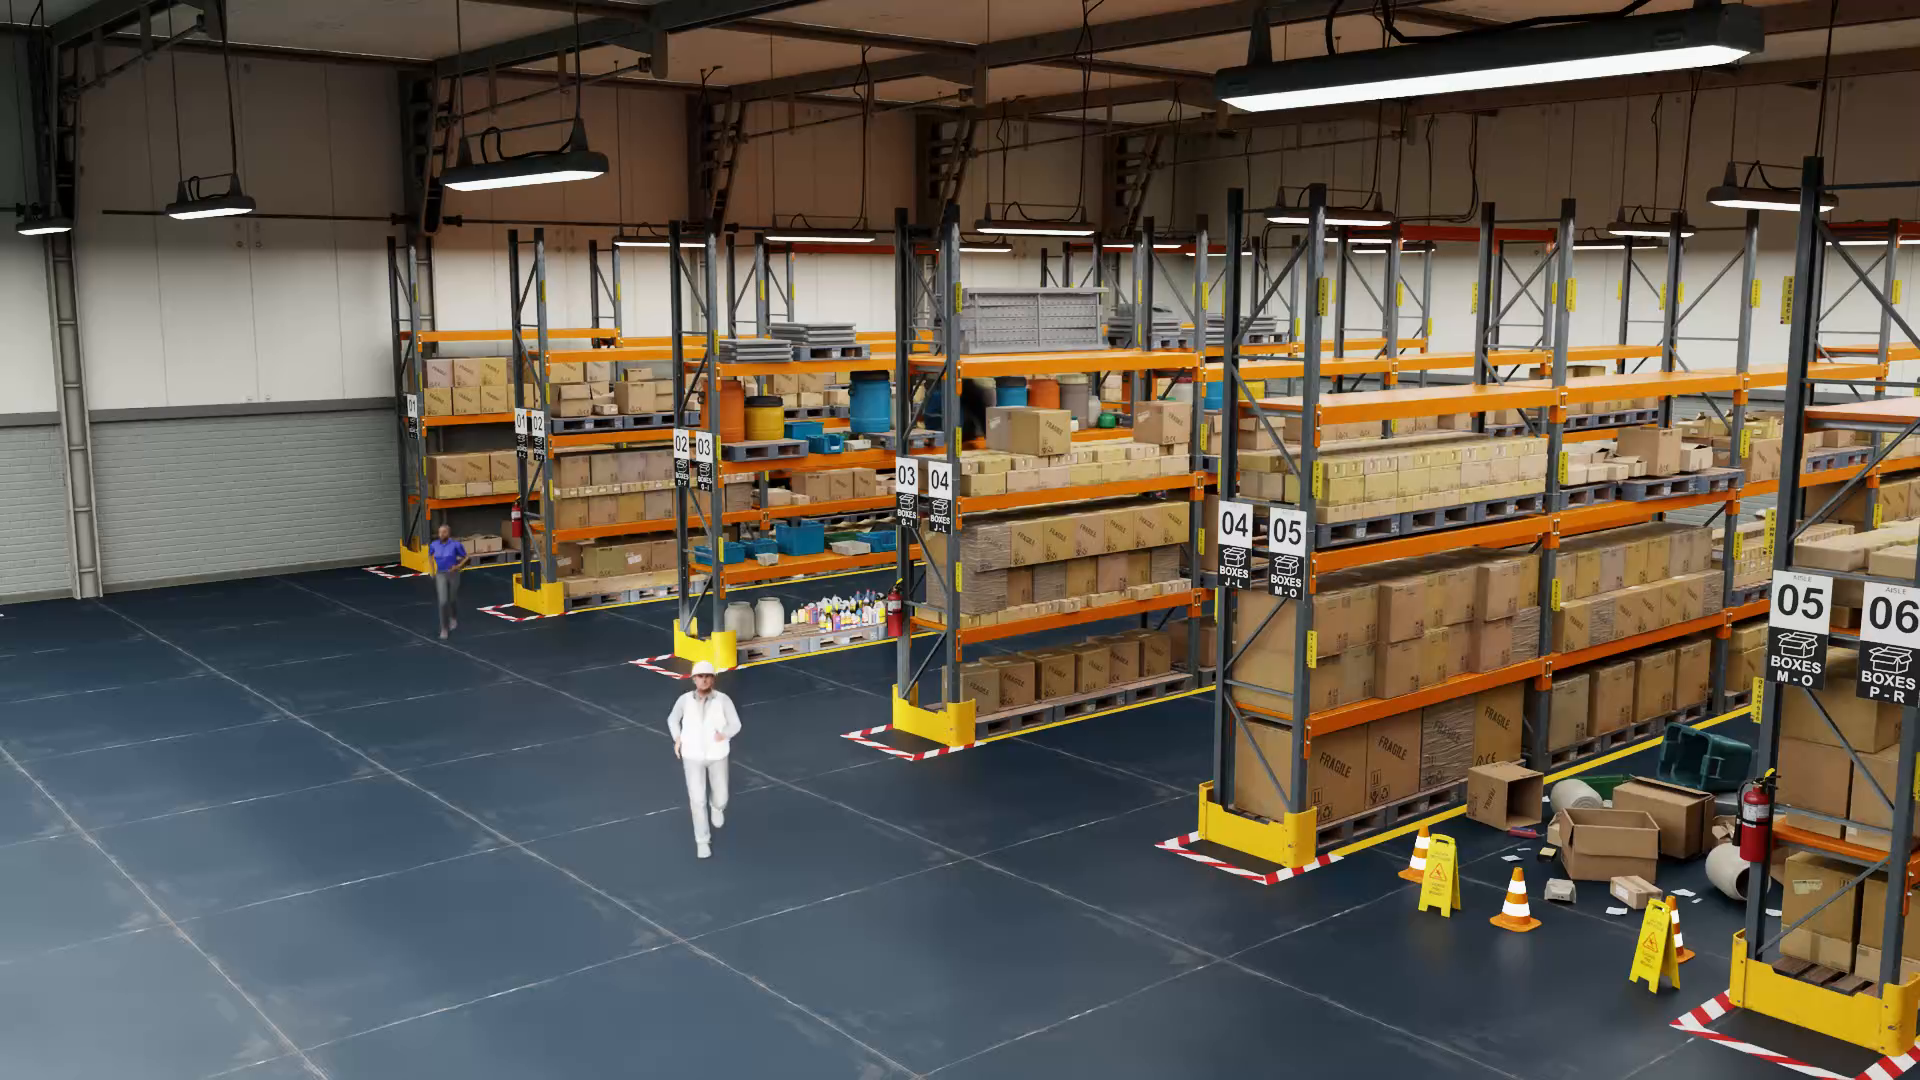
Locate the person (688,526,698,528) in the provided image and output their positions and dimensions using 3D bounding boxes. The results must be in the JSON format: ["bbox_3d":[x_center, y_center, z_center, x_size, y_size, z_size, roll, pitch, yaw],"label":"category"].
[{"bbox_3d":[-4.877,-0.470,31.112,0.722,1.746,0.628,8,12,40],"label":"person"}]

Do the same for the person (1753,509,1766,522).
[{"bbox_3d":[12.276,0.389,25.458,0.770,1.729,0.714,-6,10,-32],"label":"person"}]

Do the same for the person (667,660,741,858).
[{"bbox_3d":[-2.346,1.971,15.292,0.669,1.745,0.860,-1,9,-9],"label":"person"}]

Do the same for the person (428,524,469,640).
[{"bbox_3d":[-7.551,0.595,24.598,0.586,1.688,0.788,-2,9,-11],"label":"person"}]
